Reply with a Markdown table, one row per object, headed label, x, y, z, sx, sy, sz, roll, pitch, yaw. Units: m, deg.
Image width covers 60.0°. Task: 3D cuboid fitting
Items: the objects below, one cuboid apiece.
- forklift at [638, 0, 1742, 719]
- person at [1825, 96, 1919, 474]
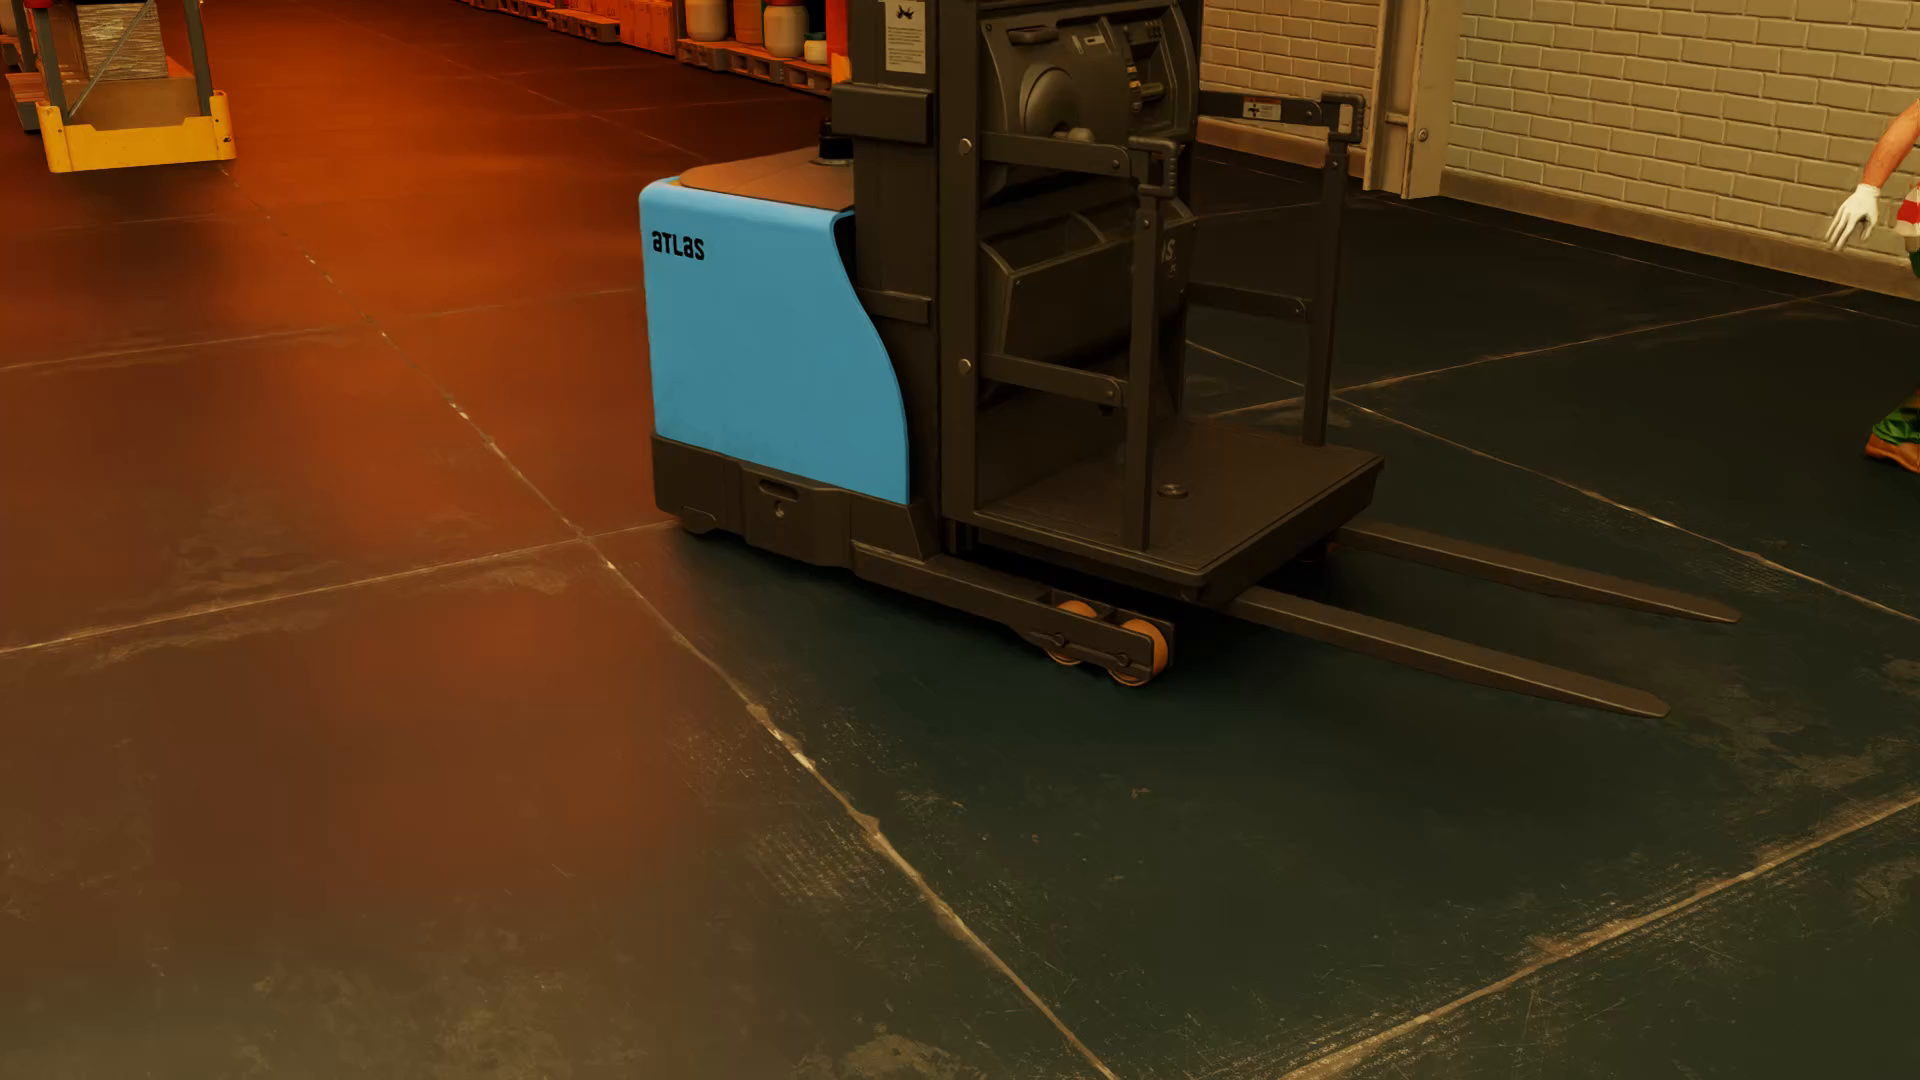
| label | x | y | z | sx | sy | sz | roll | pitch | yaw |
| --- | --- | --- | --- | --- | --- | --- | --- | --- | --- |
| forklift | 0.523 | -1.213 | 4.229 | 3.031 | 2.935 | 1.130 | 16 | 27 | 34 |
| person | 3.296 | -0.904 | 5.203 | 0.792 | 1.616 | 0.802 | -9 | 24 | -20 |
